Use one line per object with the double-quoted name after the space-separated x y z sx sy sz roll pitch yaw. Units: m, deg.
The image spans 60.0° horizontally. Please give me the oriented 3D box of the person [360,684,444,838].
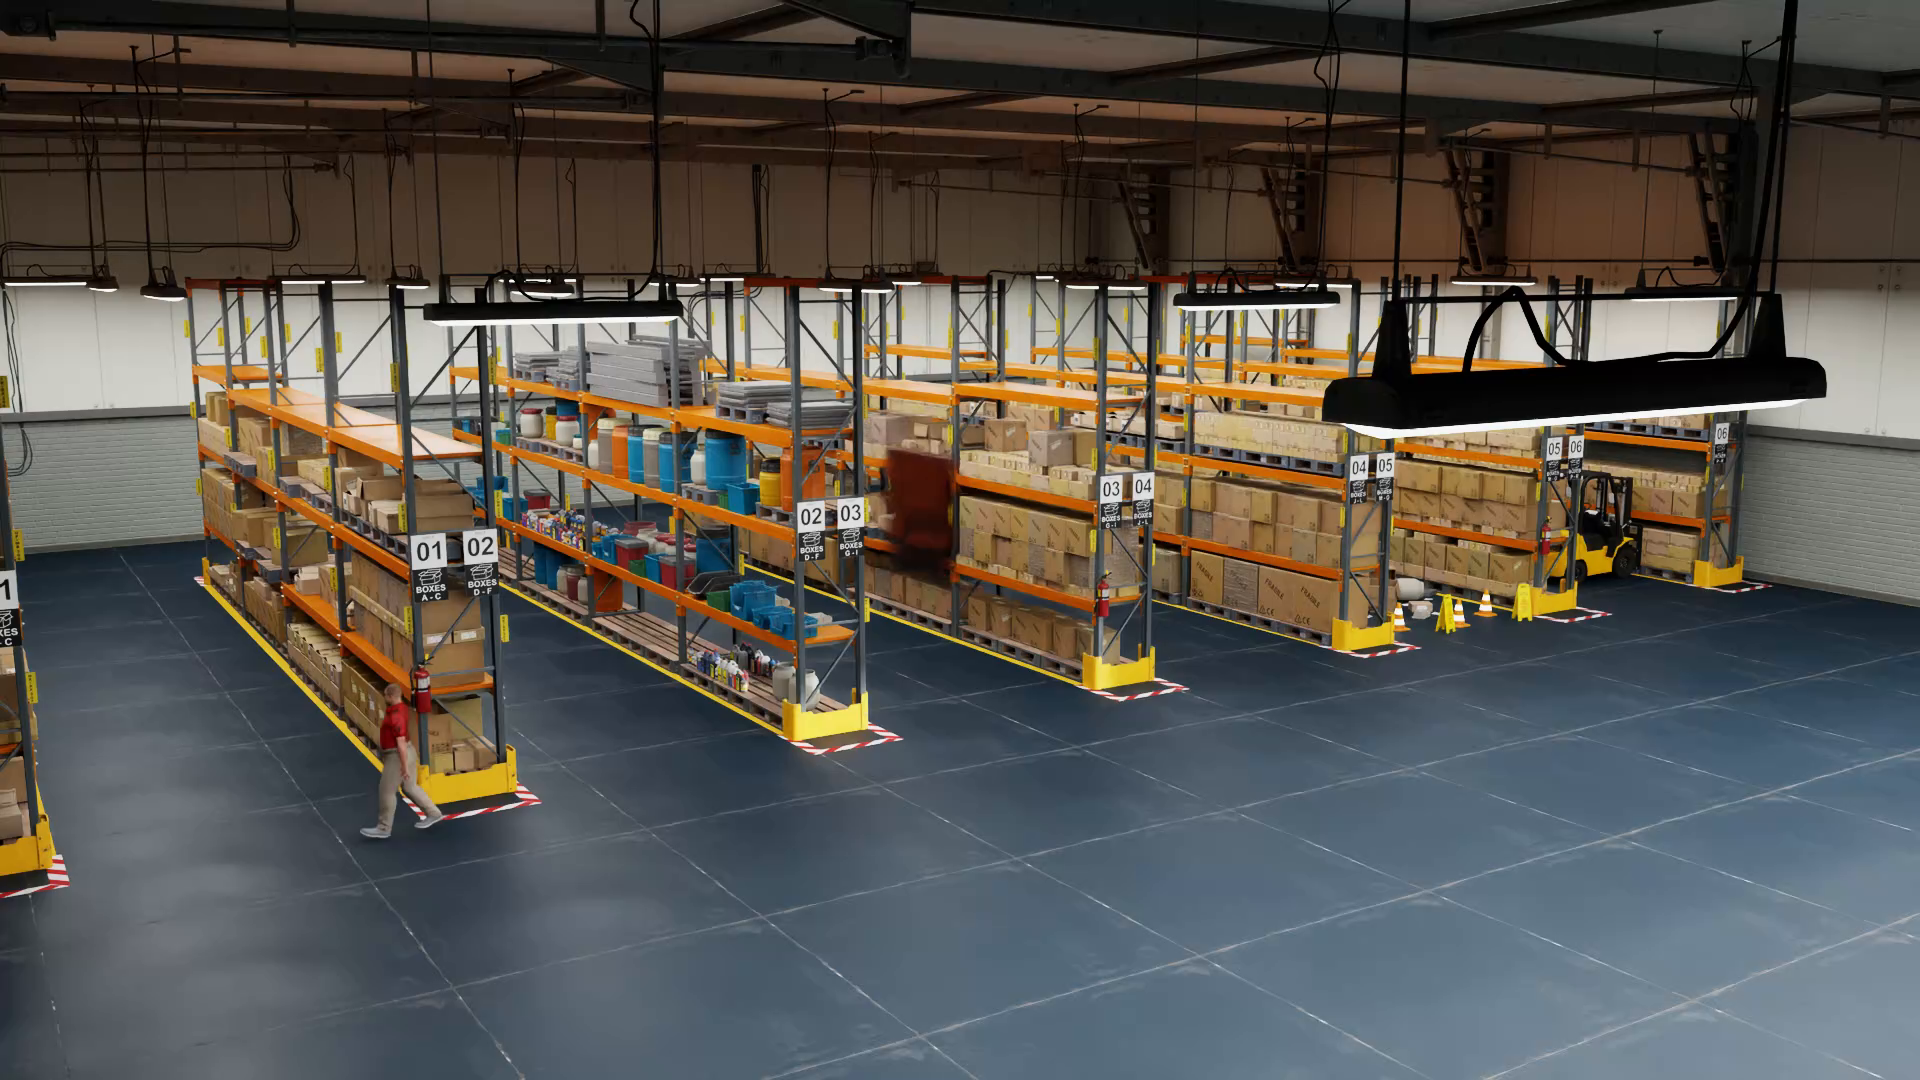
-6.234 2.433 18.470 0.841 1.711 0.573 -1 10 -7 "person"
